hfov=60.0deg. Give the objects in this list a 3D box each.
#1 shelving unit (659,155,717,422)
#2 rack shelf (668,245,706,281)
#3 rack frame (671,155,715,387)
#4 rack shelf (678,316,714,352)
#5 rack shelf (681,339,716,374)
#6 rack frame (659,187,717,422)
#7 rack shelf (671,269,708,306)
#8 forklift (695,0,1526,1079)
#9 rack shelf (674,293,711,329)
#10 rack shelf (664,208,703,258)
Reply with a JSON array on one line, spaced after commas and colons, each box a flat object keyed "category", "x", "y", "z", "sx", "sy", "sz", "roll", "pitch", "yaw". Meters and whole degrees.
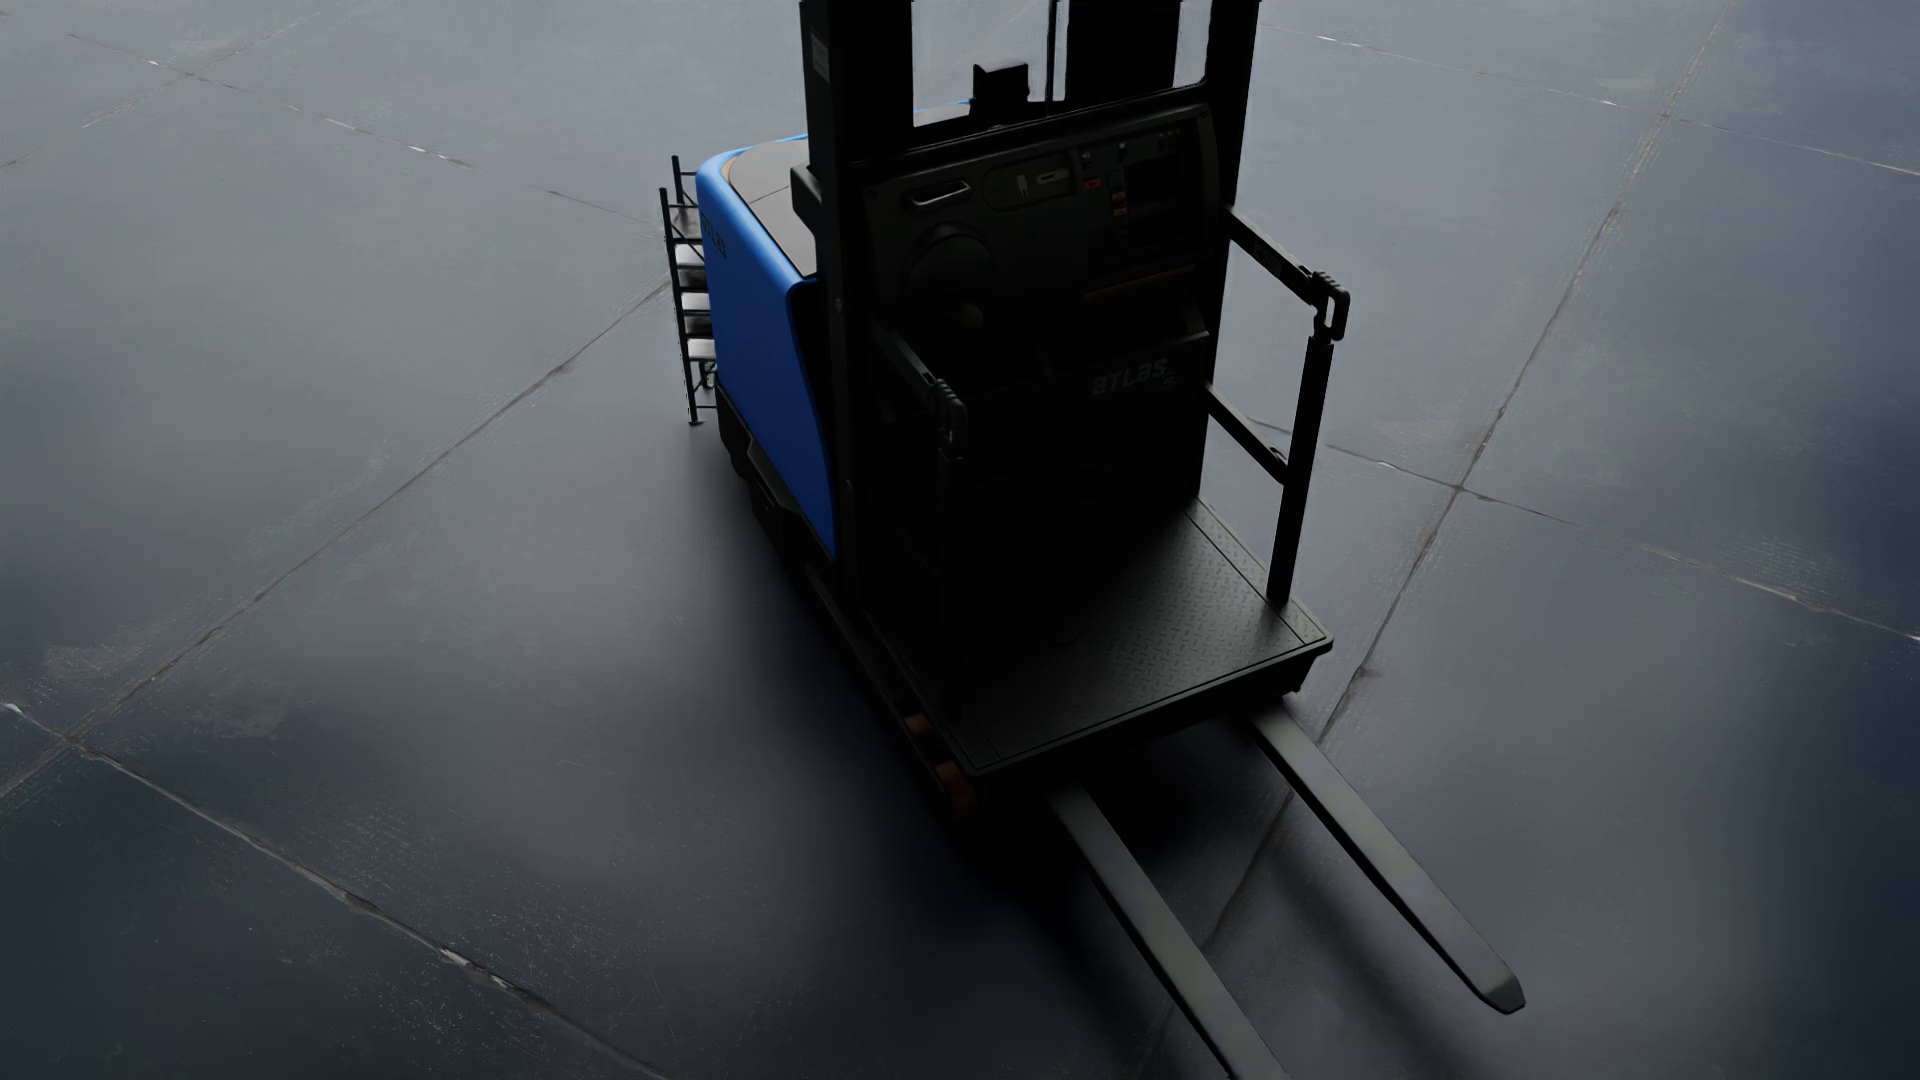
[{"category": "shelving unit", "x": -0.798, "y": -0.809, "z": 5.486, "sx": 0.258, "sy": 0.900, "sz": 0.210, "roll": 2, "pitch": 41, "yaw": 2}, {"category": "rack shelf", "x": -0.799, "y": -0.919, "z": 5.390, "sx": 0.258, "sy": 0.077, "sz": 0.200, "roll": 2, "pitch": 41, "yaw": 2}, {"category": "rack frame", "x": -0.793, "y": -0.876, "z": 5.563, "sx": 0.240, "sy": 0.900, "sz": 0.006, "roll": 2, "pitch": 41, "yaw": 2}, {"category": "rack shelf", "x": -0.797, "y": -0.716, "z": 5.568, "sx": 0.258, "sy": 0.077, "sz": 0.200, "roll": 2, "pitch": 41, "yaw": 2}, {"category": "rack shelf", "x": -0.797, "y": -0.649, "z": 5.627, "sx": 0.258, "sy": 0.077, "sz": 0.200, "roll": 2, "pitch": 41, "yaw": 2}, {"category": "rack frame", "x": -0.803, "y": -0.742, "z": 5.410, "sx": 0.240, "sy": 0.900, "sz": 0.006, "roll": 2, "pitch": 41, "yaw": 2}, {"category": "rack shelf", "x": -0.798, "y": -0.851, "z": 5.449, "sx": 0.258, "sy": 0.077, "sz": 0.200, "roll": 2, "pitch": 41, "yaw": 2}, {"category": "forklift", "x": 0.304, "y": -0.691, "z": 3.817, "sx": 1.130, "sy": 2.935, "sz": 3.031, "roll": -18, "pitch": 44, "yaw": -19}, {"category": "rack shelf", "x": -0.798, "y": -0.784, "z": 5.508, "sx": 0.258, "sy": 0.077, "sz": 0.200, "roll": 2, "pitch": 41, "yaw": 2}, {"category": "rack shelf", "x": -0.799, "y": -0.987, "z": 5.330, "sx": 0.258, "sy": 0.077, "sz": 0.200, "roll": 2, "pitch": 41, "yaw": 2}]
